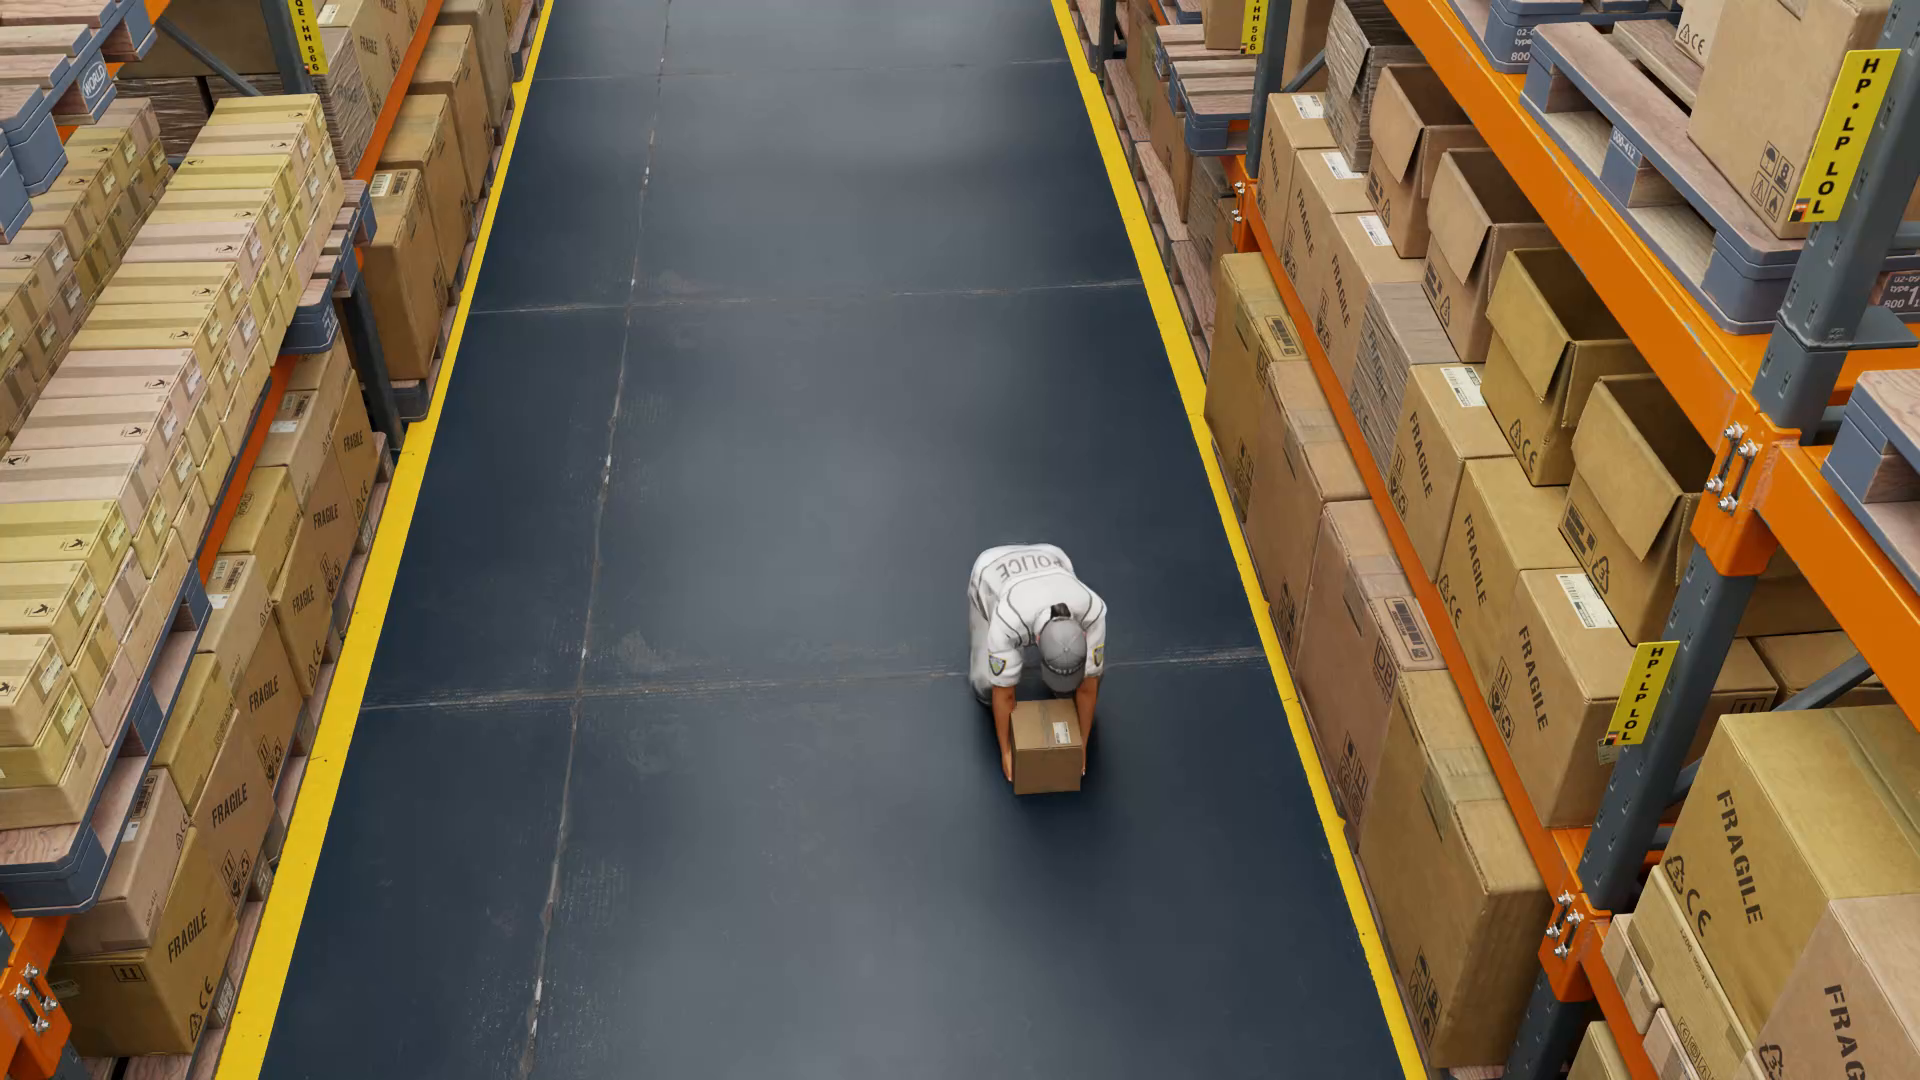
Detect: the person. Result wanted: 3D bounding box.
[{"bbox_3d":[0.291,0.397,6.424,0.531,0.805,0.890,-3,39,-4],"label":"person"}]
